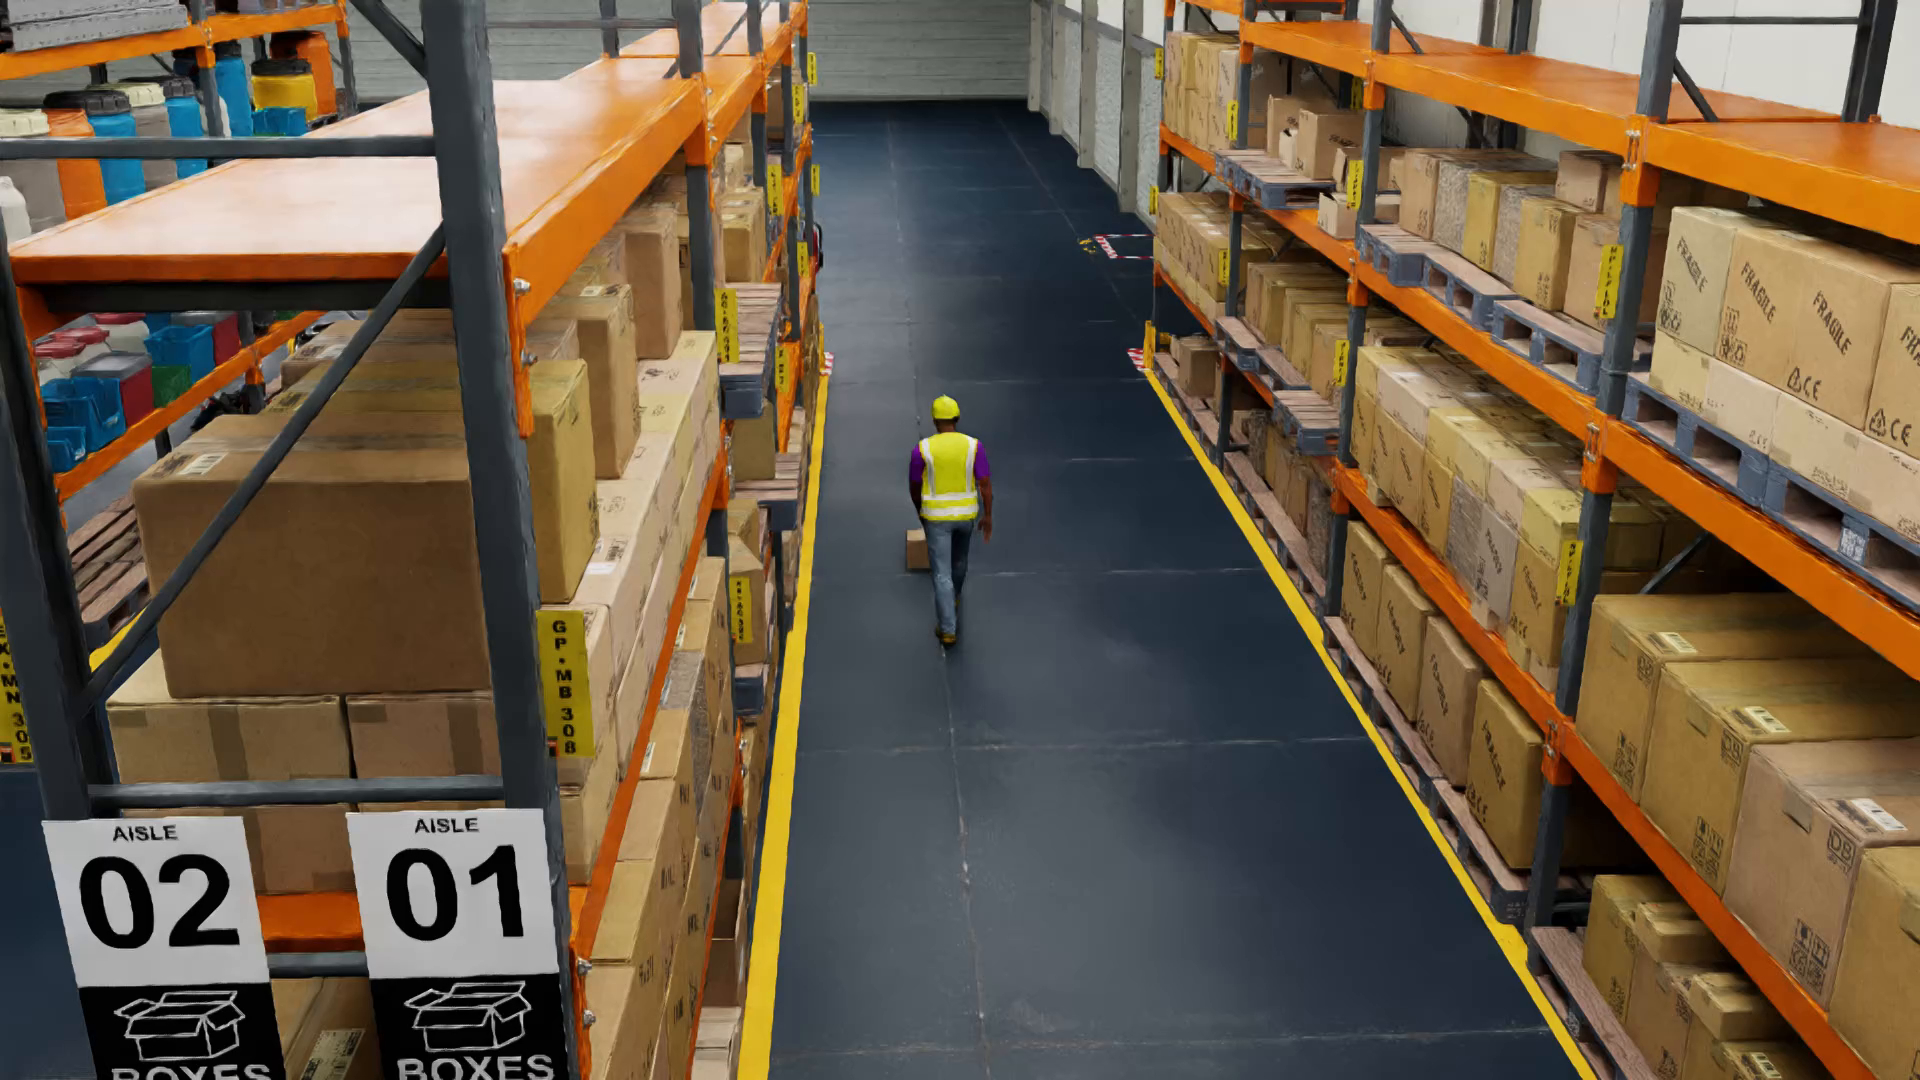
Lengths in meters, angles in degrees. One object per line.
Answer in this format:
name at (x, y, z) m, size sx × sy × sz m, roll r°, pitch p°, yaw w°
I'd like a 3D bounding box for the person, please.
person at (-0.090, -0.219, 12.129) m, size 0.584 × 1.707 × 1.041 m, roll -5°, pitch 21°, yaw -14°
